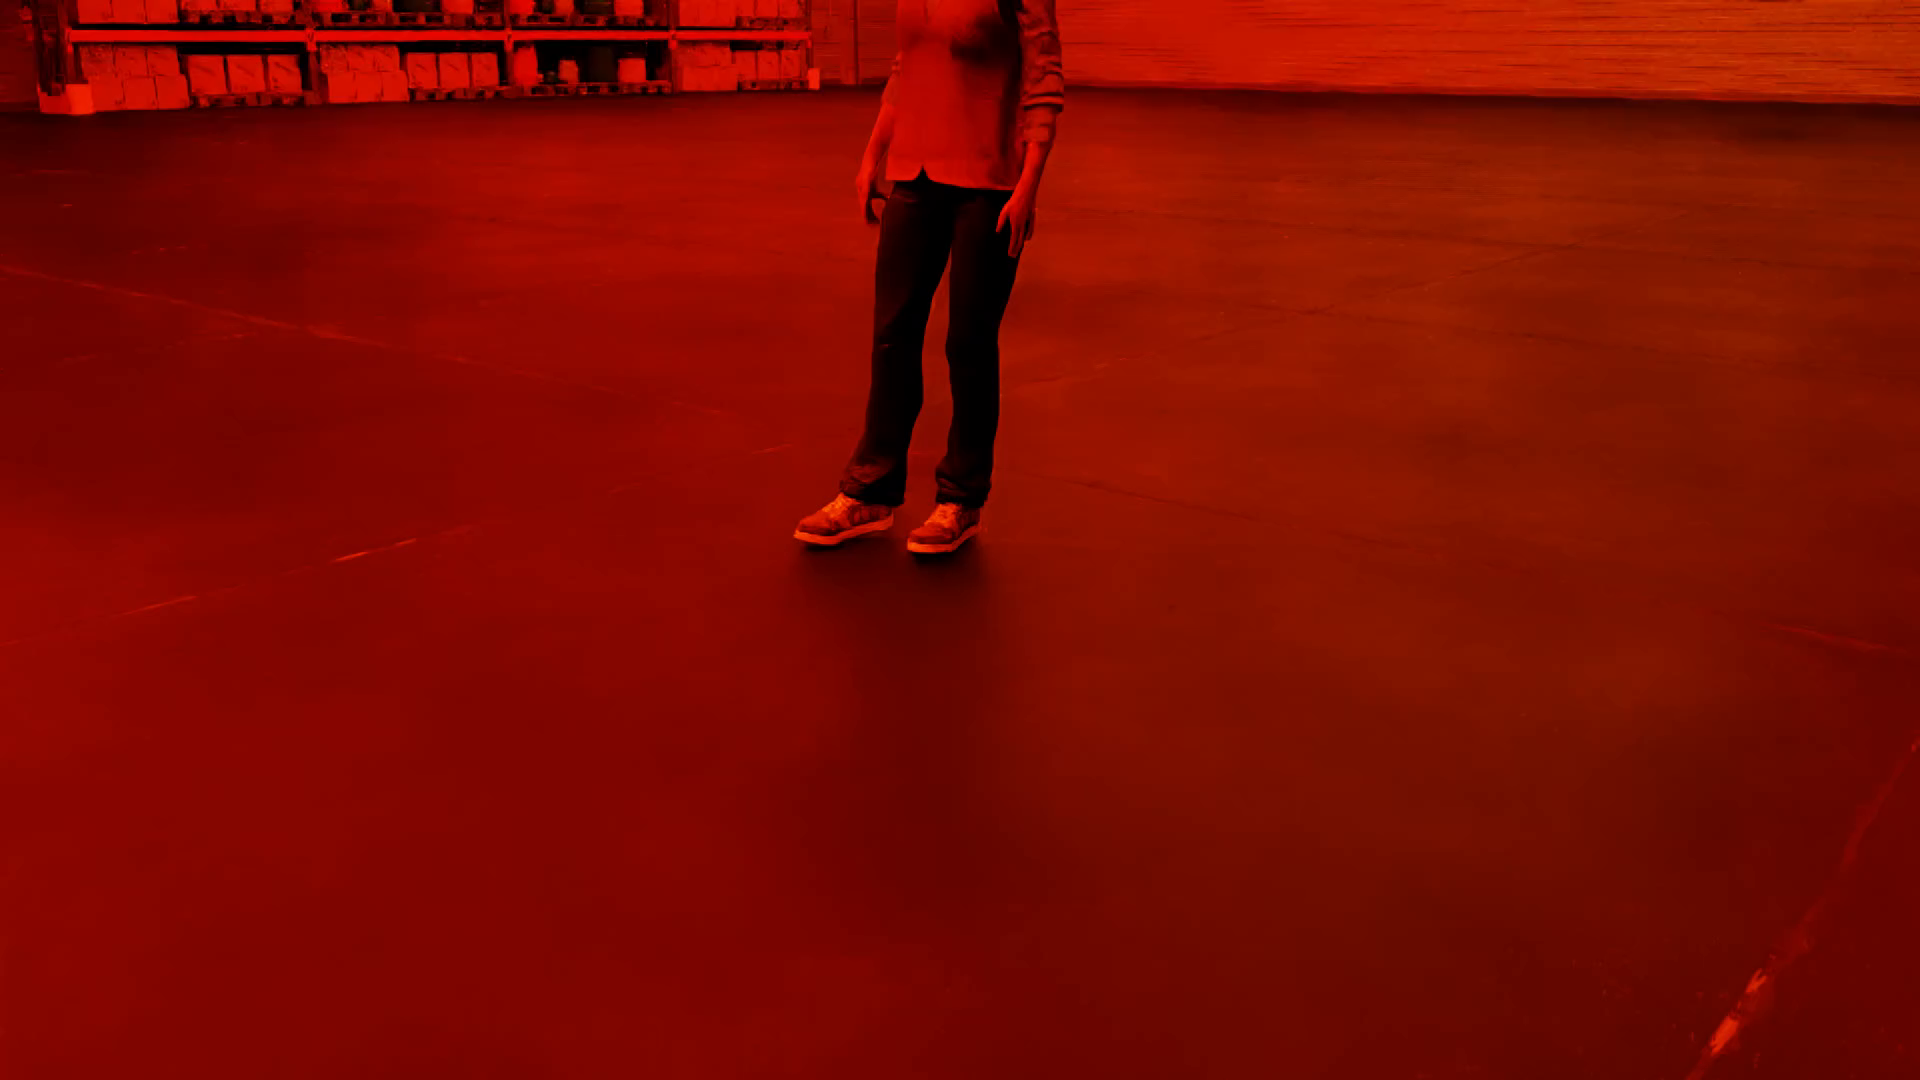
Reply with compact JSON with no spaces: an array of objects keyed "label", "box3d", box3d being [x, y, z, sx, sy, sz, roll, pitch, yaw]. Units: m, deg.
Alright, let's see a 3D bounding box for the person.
[{"label":"person","box3d":[-0.058,-0.757,3.662,0.520,1.597,0.474,13,21,37]}]
